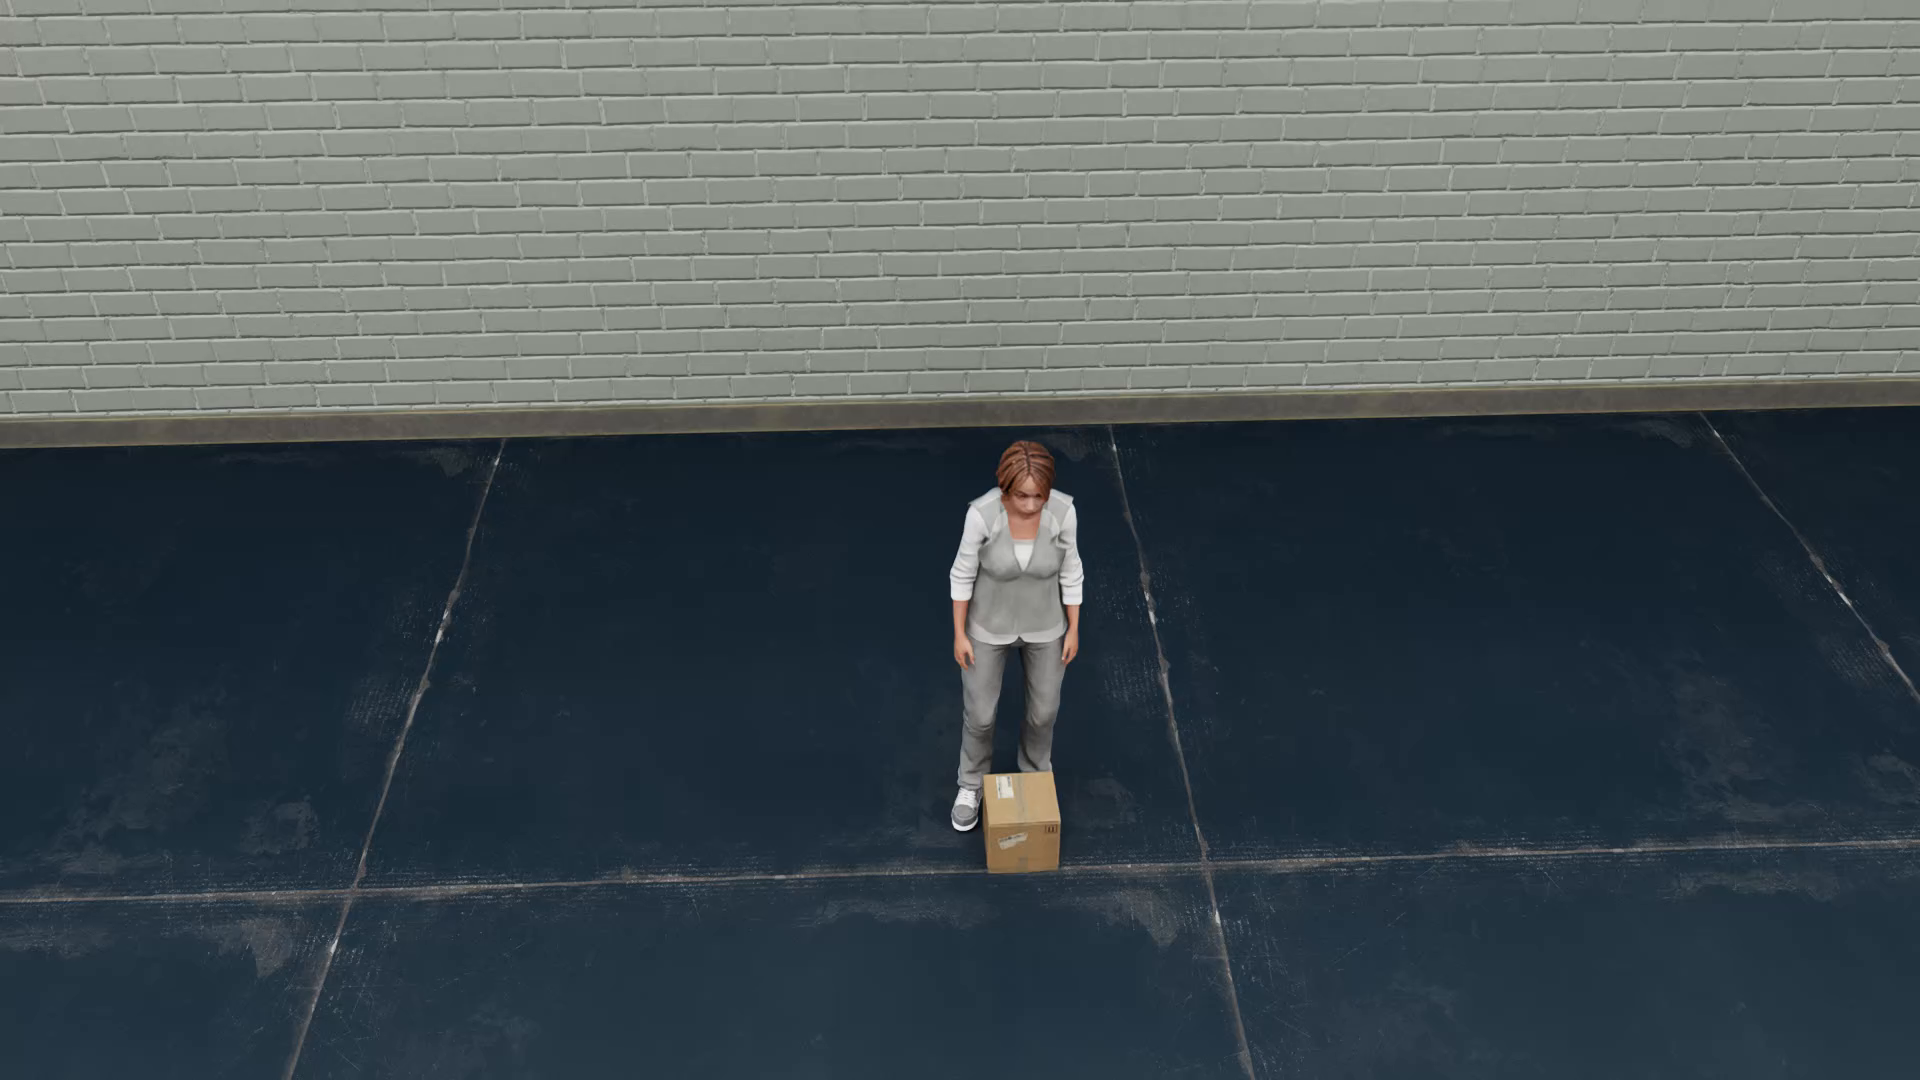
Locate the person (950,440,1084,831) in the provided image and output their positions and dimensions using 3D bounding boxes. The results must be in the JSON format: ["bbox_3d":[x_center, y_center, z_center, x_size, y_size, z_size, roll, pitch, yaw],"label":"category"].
[{"bbox_3d":[0.191,0.319,5.712,0.462,1.593,0.339,-3,36,-4],"label":"person"}]
